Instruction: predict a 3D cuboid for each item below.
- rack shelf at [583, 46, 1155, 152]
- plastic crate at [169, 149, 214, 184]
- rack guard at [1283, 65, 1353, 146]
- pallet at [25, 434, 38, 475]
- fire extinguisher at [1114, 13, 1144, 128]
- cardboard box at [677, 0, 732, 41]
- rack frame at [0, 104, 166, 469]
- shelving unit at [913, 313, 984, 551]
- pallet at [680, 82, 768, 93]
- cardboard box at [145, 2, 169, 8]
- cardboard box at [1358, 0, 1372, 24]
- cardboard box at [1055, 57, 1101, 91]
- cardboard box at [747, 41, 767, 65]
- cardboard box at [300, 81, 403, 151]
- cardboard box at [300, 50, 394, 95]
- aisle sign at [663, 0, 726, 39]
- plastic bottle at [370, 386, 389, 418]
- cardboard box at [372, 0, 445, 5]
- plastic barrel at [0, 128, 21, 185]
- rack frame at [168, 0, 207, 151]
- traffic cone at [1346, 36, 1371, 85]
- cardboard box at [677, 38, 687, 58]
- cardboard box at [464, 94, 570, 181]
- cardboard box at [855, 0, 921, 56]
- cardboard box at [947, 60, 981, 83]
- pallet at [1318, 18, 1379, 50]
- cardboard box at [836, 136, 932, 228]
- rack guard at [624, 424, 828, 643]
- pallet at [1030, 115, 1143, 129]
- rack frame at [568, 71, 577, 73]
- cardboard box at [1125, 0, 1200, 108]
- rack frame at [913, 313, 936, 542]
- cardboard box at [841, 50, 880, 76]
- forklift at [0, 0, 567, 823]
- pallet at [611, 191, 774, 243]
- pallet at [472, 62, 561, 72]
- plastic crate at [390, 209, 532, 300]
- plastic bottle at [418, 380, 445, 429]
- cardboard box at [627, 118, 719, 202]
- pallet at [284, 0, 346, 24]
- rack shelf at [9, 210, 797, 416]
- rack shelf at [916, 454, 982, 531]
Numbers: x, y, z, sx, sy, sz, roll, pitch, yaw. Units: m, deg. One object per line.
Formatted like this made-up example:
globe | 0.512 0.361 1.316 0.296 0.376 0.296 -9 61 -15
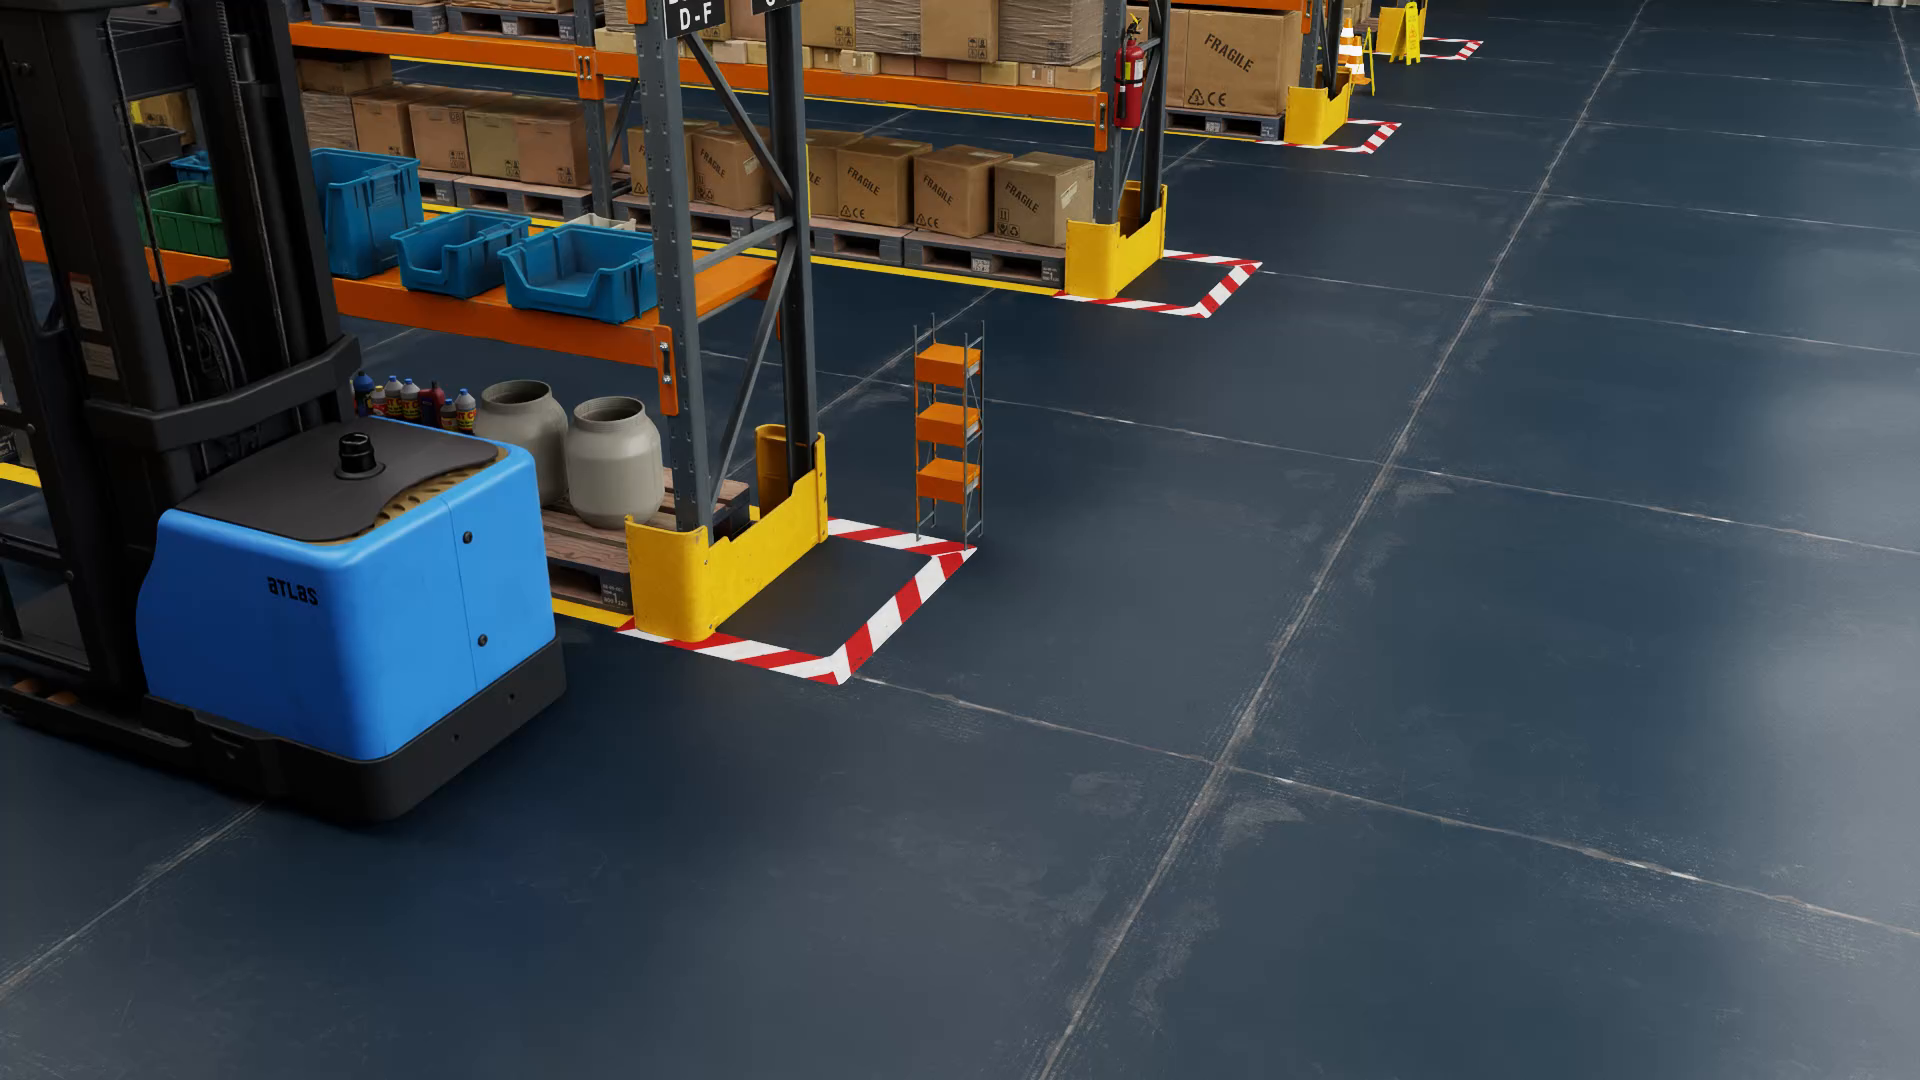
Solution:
rack shelf | -0.676 -3.216 11.701 4.000 0.370 1.077 11 28 22
plastic crate | -3.427 -1.753 8.084 0.616 0.251 0.499 11 28 22
rack guard | 3.311 -4.024 15.356 0.348 0.500 1.175 11 28 22
pallet | -3.953 -0.523 8.573 1.213 0.211 1.003 11 28 22
fire extinguisher | 1.058 -2.933 10.398 0.183 0.674 0.296 11 28 22
cardboard box | -1.672 -3.870 11.765 0.500 0.500 0.875 11 28 22
rack frame | -4.547 -1.913 8.240 0.127 3.000 1.000 11 28 22
shelving unit | -0.049 -0.481 7.538 0.252 1.050 0.215 11 28 22
pallet | -2.200 -4.963 17.591 1.213 0.211 1.003 11 28 22
cardboard box | -6.690 -4.672 13.730 0.500 0.500 0.500 12 29 23
cardboard box | 4.626 -6.372 19.933 0.500 0.250 0.500 11 28 21
cardboard box | 0.799 -3.030 10.793 0.250 0.149 0.380 11 28 22
cardboard box | -1.278 -3.413 11.571 0.250 0.149 0.380 11 28 22
cardboard box | -5.010 -3.501 13.798 0.500 0.500 0.700 9 28 18
cardboard box | -5.029 -3.845 13.647 0.500 0.250 0.500 15 30 28
aisle sign | -0.964 -2.216 5.911 0.004 0.787 0.394 11 28 22
plastic bottle | -2.921 -0.680 8.405 0.097 0.201 0.097 0 26 0
cardboard box | -4.113 -4.419 12.738 0.637 0.503 0.797 15 30 27
plastic barrel | -4.774 -2.331 8.520 0.708 0.901 0.600 11 28 22
rack frame | -6.138 -4.636 13.771 0.127 3.000 1.000 11 28 22
traffic cone | 4.171 -5.072 17.527 0.334 0.463 0.336 11 28 22
cardboard box | -1.965 -3.546 11.842 0.250 0.149 0.380 11 28 22
cardboard box | -3.474 -3.196 13.178 0.500 0.500 0.700 11 28 21
cardboard box | -0.287 -3.615 11.247 0.500 0.500 0.875 11 28 22
cardboard box | 0.102 -3.153 11.042 0.250 0.149 0.380 11 28 22
pallet | 4.452 -6.084 19.868 1.213 0.211 1.003 11 28 22
cardboard box | -0.538 -2.579 11.947 0.500 0.500 0.500 14 30 27
rack guard | -0.995 -0.056 7.297 0.348 0.500 1.175 11 28 22
pallet | 1.422 -4.237 16.116 1.213 0.211 1.003 11 28 22
rack frame | -3.993 -6.612 17.784 0.127 3.000 1.000 11 28 22
cardboard box | 1.843 -4.642 15.713 0.875 0.875 0.875 11 28 21
rack frame | -0.160 -0.503 7.584 0.008 1.050 0.200 11 28 22
cardboard box | -0.610 -3.262 11.264 0.250 0.149 0.380 11 28 22
forklift | -3.076 -0.776 6.008 3.031 2.935 1.130 12 29 23
pallet | -1.871 -2.545 12.681 1.213 0.211 1.003 11 28 22
pallet | -4.704 -5.505 18.691 1.213 0.211 1.003 11 28 22
plastic crate | -2.074 -1.207 6.975 0.408 0.251 0.499 11 28 22
plastic bottle | -2.626 -0.666 8.284 0.133 0.283 0.061 12 29 23
cardboard box | -2.150 -2.883 12.563 0.500 0.500 0.500 10 28 20
pallet | -5.445 -4.463 13.636 1.003 0.211 1.213 11 28 22
rack shelf | -2.727 -1.225 7.656 4.000 0.370 1.077 11 28 22
rack shelf | -0.049 -0.222 7.666 0.240 0.259 0.215 11 28 22
